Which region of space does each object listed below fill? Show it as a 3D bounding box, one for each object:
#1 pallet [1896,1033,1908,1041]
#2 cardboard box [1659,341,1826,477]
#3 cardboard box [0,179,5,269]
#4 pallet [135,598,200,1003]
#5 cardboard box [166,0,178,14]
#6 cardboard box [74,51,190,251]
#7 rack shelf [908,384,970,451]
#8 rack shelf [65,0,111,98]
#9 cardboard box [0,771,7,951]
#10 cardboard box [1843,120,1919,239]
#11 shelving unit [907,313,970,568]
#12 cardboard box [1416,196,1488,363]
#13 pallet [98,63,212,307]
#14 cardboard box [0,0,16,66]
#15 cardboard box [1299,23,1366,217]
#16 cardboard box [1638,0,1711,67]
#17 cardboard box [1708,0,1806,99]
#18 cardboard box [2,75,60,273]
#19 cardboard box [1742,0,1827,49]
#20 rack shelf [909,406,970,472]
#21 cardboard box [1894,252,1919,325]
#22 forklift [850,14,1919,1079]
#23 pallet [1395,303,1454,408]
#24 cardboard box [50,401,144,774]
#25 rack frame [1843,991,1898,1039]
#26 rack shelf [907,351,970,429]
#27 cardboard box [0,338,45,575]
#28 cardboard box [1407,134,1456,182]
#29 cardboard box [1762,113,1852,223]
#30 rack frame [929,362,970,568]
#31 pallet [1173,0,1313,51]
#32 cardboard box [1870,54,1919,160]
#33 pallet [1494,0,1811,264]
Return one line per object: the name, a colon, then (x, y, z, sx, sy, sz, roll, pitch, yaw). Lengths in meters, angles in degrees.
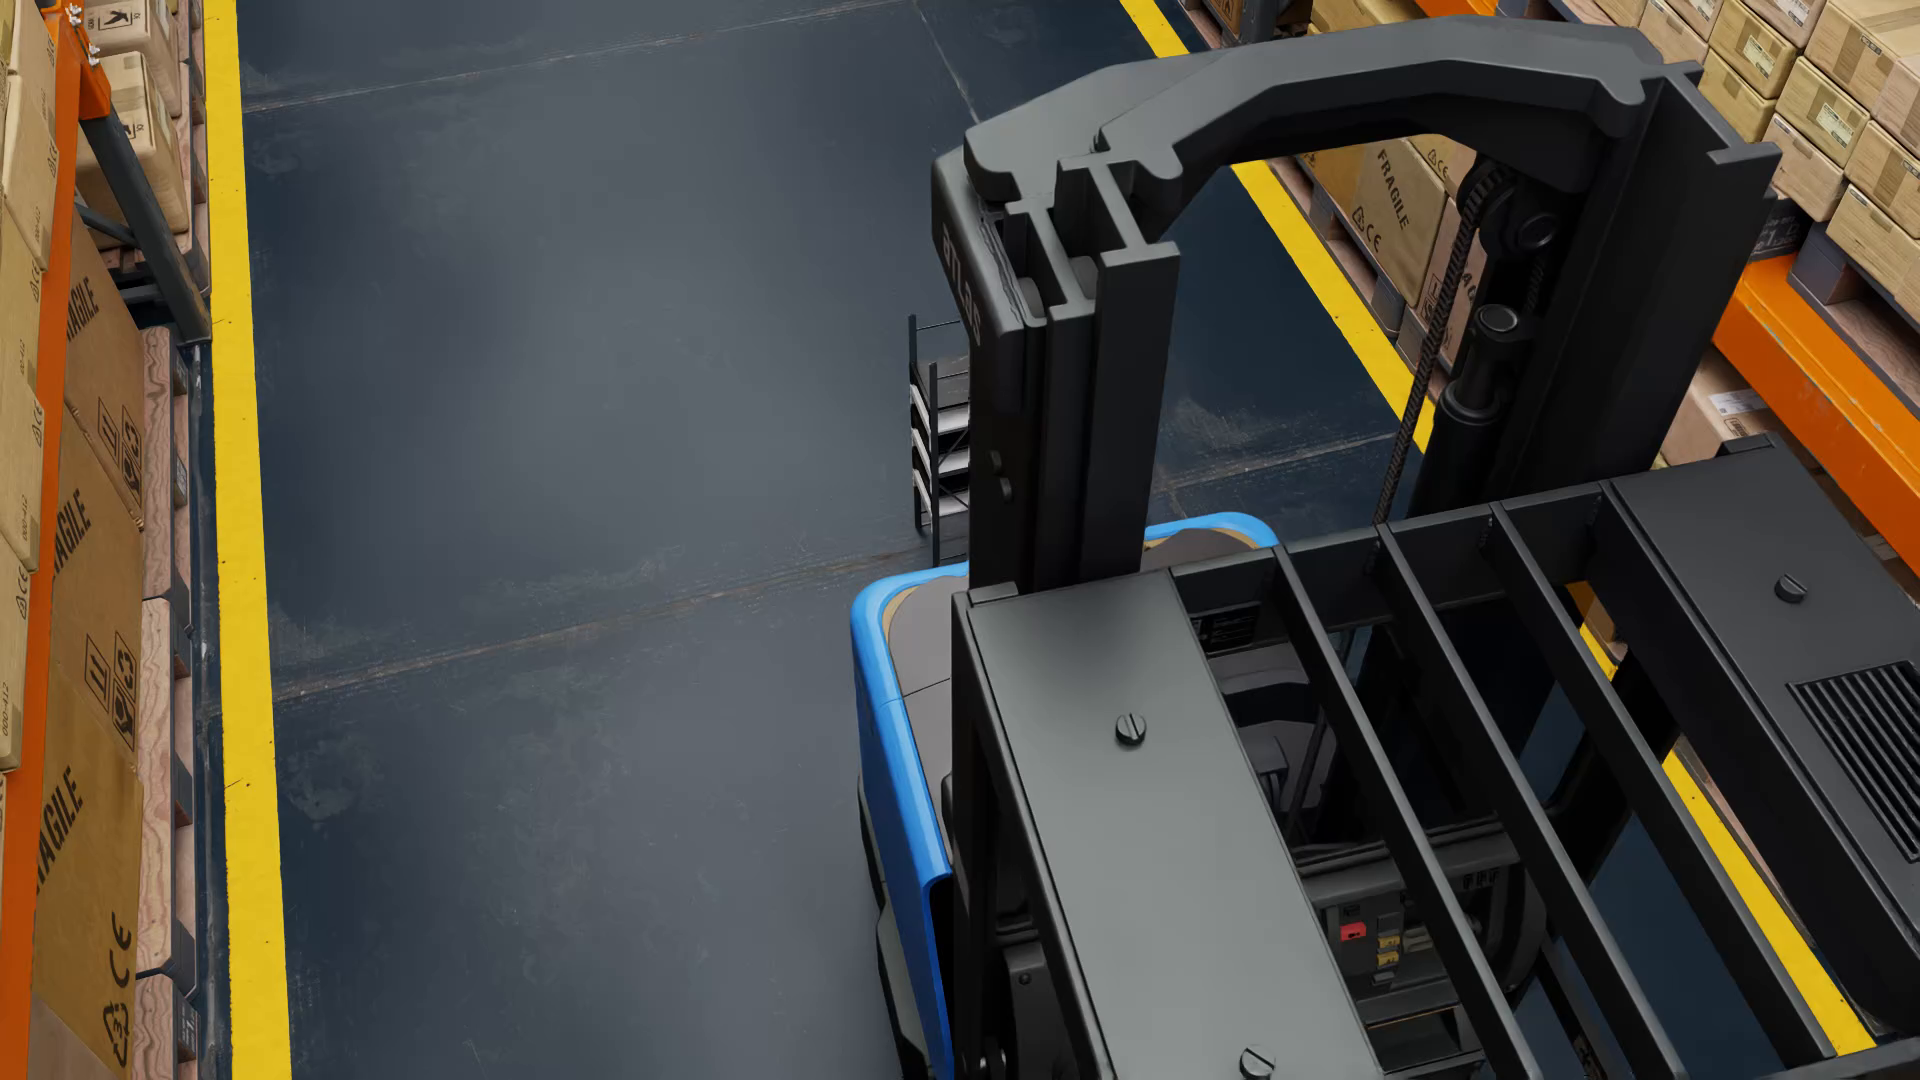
pallet: (2.994, 1.513, 3.836, 1.003, 0.211, 1.213, -13, 51, -11)
cardboard box: (2.161, -0.305, 4.415, 0.500, 0.250, 0.500, -11, 51, -9)
cardboard box: (-2.408, -0.670, 3.624, 0.500, 0.250, 0.500, -15, 51, -12)
pallet: (-2.602, 0.785, 4.450, 1.003, 0.211, 1.213, -13, 51, -11)
cardboard box: (-3.722, -2.392, 6.749, 0.950, 0.372, 0.625, -12, 51, -10)
cardboard box: (-3.277, -1.300, 5.828, 0.950, 0.372, 0.625, -16, 52, -13)
rack shelf: (0.002, -0.379, 4.789, 0.258, 0.077, 0.200, -13, 51, -11)
rack shelf: (-3.711, -2.825, 6.140, 1.077, 0.370, 4.000, -13, 51, -11)
cardboard box: (-1.969, 0.615, 2.868, 0.500, 0.250, 0.500, -14, 51, -12)
cardboard box: (2.221, -0.837, 3.689, 0.380, 0.149, 0.250, -15, 51, -12)
shelving unit: (0.002, -0.284, 4.901, 0.258, 0.900, 0.210, -13, 51, -11)
cardboard box: (1.853, -0.805, 5.327, 0.500, 0.500, 0.500, -14, 51, -12)
pallet: (-3.350, -1.269, 6.182, 1.003, 0.211, 1.213, -13, 51, -11)
cardboard box: (-2.734, -1.413, 4.250, 0.500, 0.250, 0.500, -13, 51, -11)
cardboard box: (1.544, -1.545, 5.951, 0.500, 0.500, 0.500, -15, 52, -13)
cardboard box: (1.988, -1.313, 4.285, 0.380, 0.149, 0.250, -15, 51, -12)
cardboard box: (2.062, -1.226, 4.017, 0.380, 0.149, 0.250, -13, 51, -11)
cardboard box: (-2.556, -0.868, 4.118, 0.500, 0.250, 0.500, -12, 51, -10)
cardboard box: (2.072, -1.315, 3.897, 0.380, 0.149, 0.250, -15, 52, -13)
rack shelf: (0.002, -0.321, 4.858, 0.258, 0.077, 0.200, -13, 51, -11)
cardboard box: (2.306, -0.540, 3.633, 0.380, 0.149, 0.250, -13, 51, -11)
forklift: (0.589, 0.851, 2.616, 1.130, 2.935, 3.031, -11, 51, -9)
pallet: (2.166, -0.430, 5.475, 1.003, 0.211, 1.213, -13, 51, -11)
cardboard box: (-2.735, 0.129, 4.295, 0.875, 0.875, 0.875, -13, 51, -11)
rack frame: (2.762, 0.132, 3.177, 1.000, 3.000, 0.127, -13, 51, -11)
rack shelf: (0.002, -0.437, 4.720, 0.258, 0.077, 0.200, -13, 51, -11)
cardboard box: (-2.245, -0.130, 3.496, 0.500, 0.250, 0.500, -14, 51, -12)
cardboard box: (1.702, -1.432, 5.365, 0.500, 0.250, 0.500, -14, 51, -11)
cardboard box: (2.144, -0.925, 3.957, 0.380, 0.149, 0.250, -15, 52, -13)
rack frame: (0.032, -0.210, 4.838, 0.240, 0.900, 0.006, -13, 51, -11)
pallet: (1.418, -2.484, 7.206, 1.003, 0.211, 1.213, -13, 51, -11)
cardboard box: (2.224, -0.940, 3.581, 0.380, 0.149, 0.250, -13, 51, -11)
pallet: (2.203, -1.291, 4.502, 1.003, 0.211, 1.213, -13, 51, -11)
